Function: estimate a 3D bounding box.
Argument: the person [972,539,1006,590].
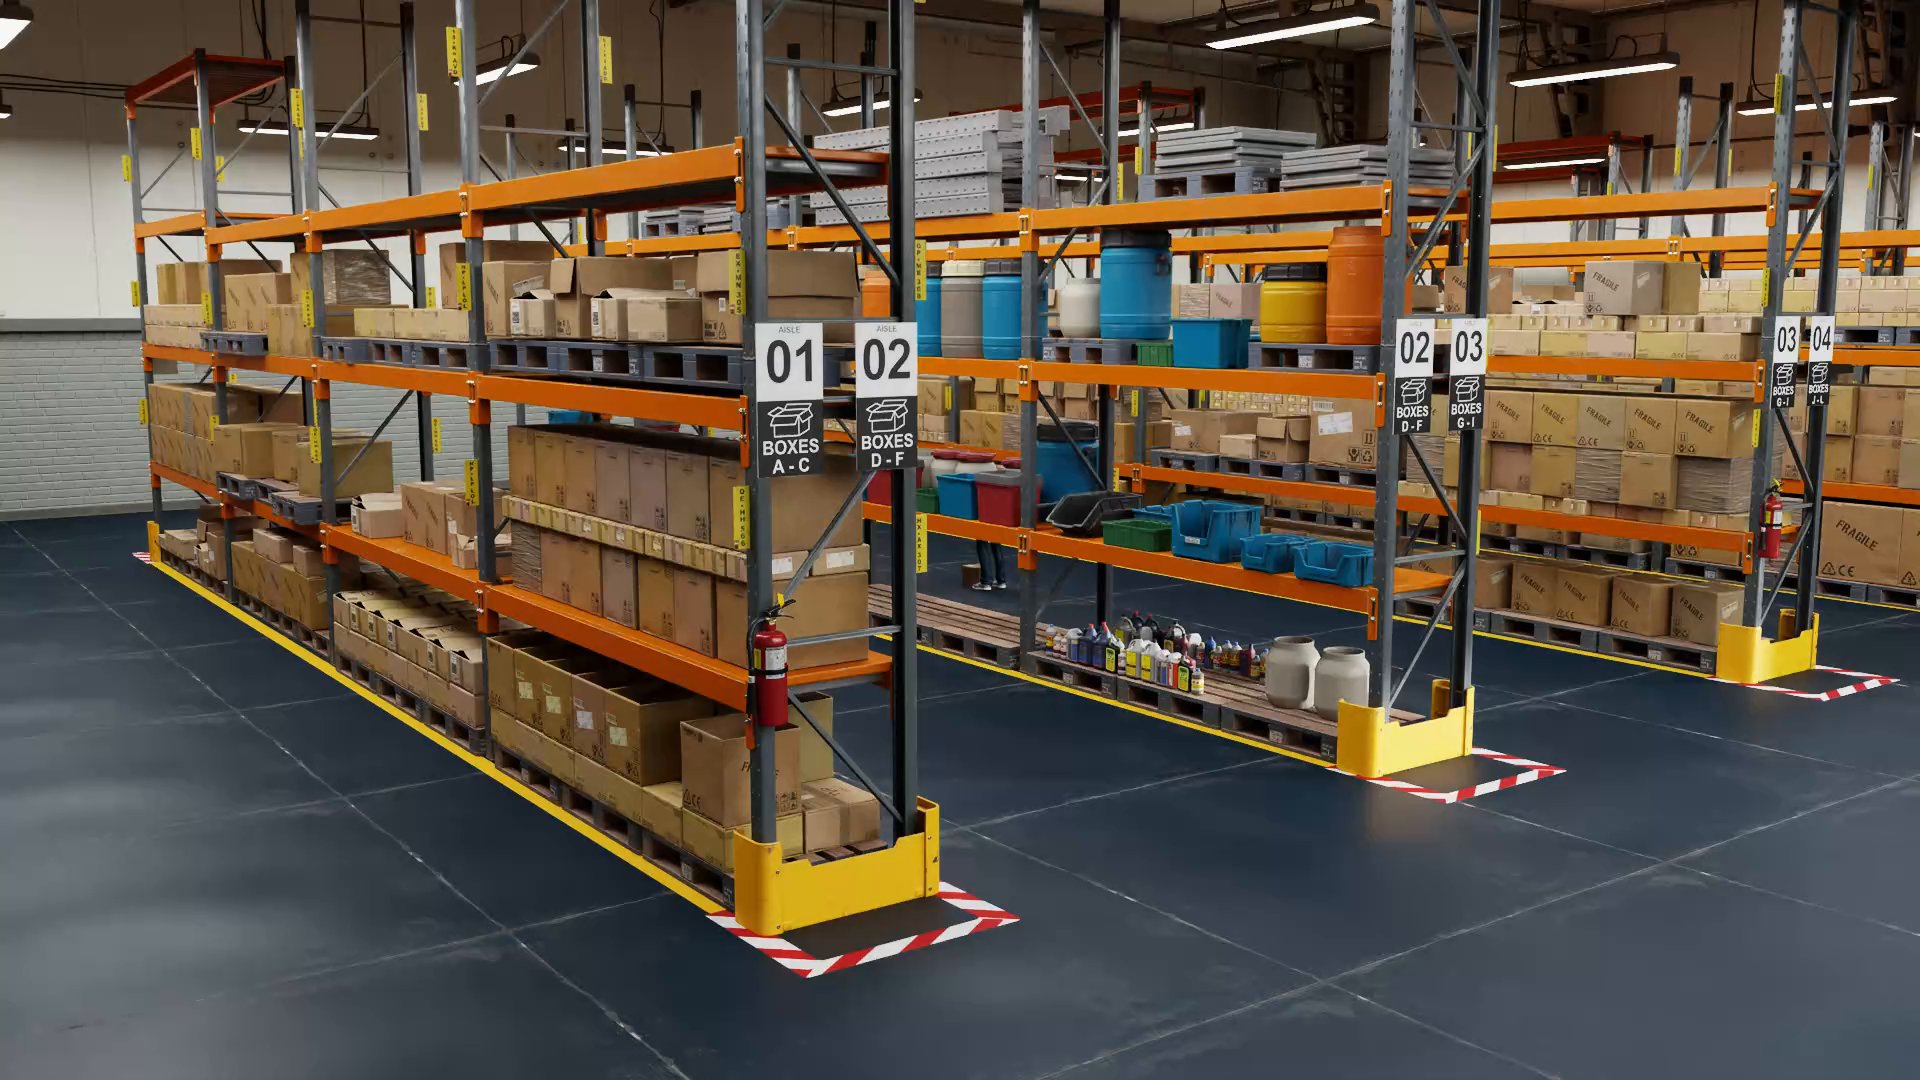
[{"bbox_3d":[0.343,-0.211,19.359,0.484,1.593,0.345,-7,10,-39],"label":"person"}]
